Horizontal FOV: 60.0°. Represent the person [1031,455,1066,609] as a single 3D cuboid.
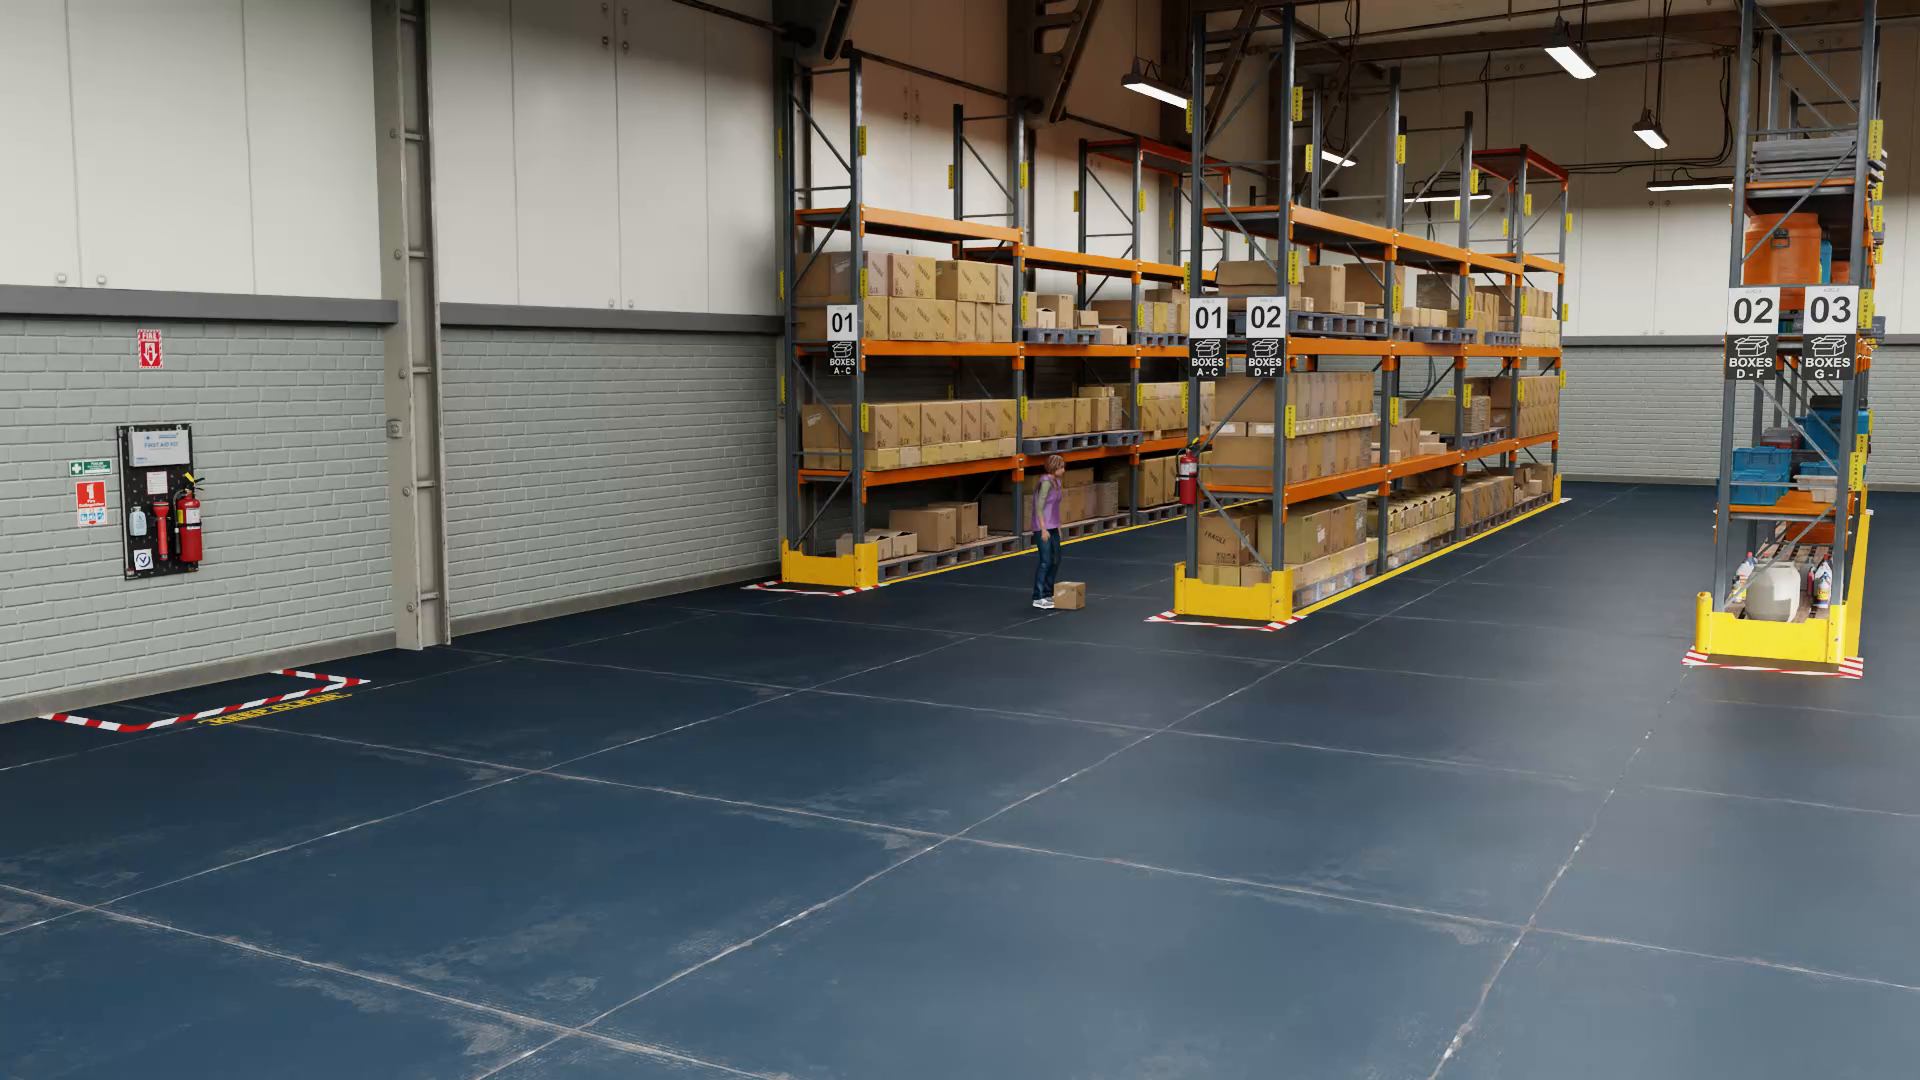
[{"bbox_3d":[0.930,-0.098,17.477,0.342,1.593,0.485,3,7,25],"label":"person"}]
